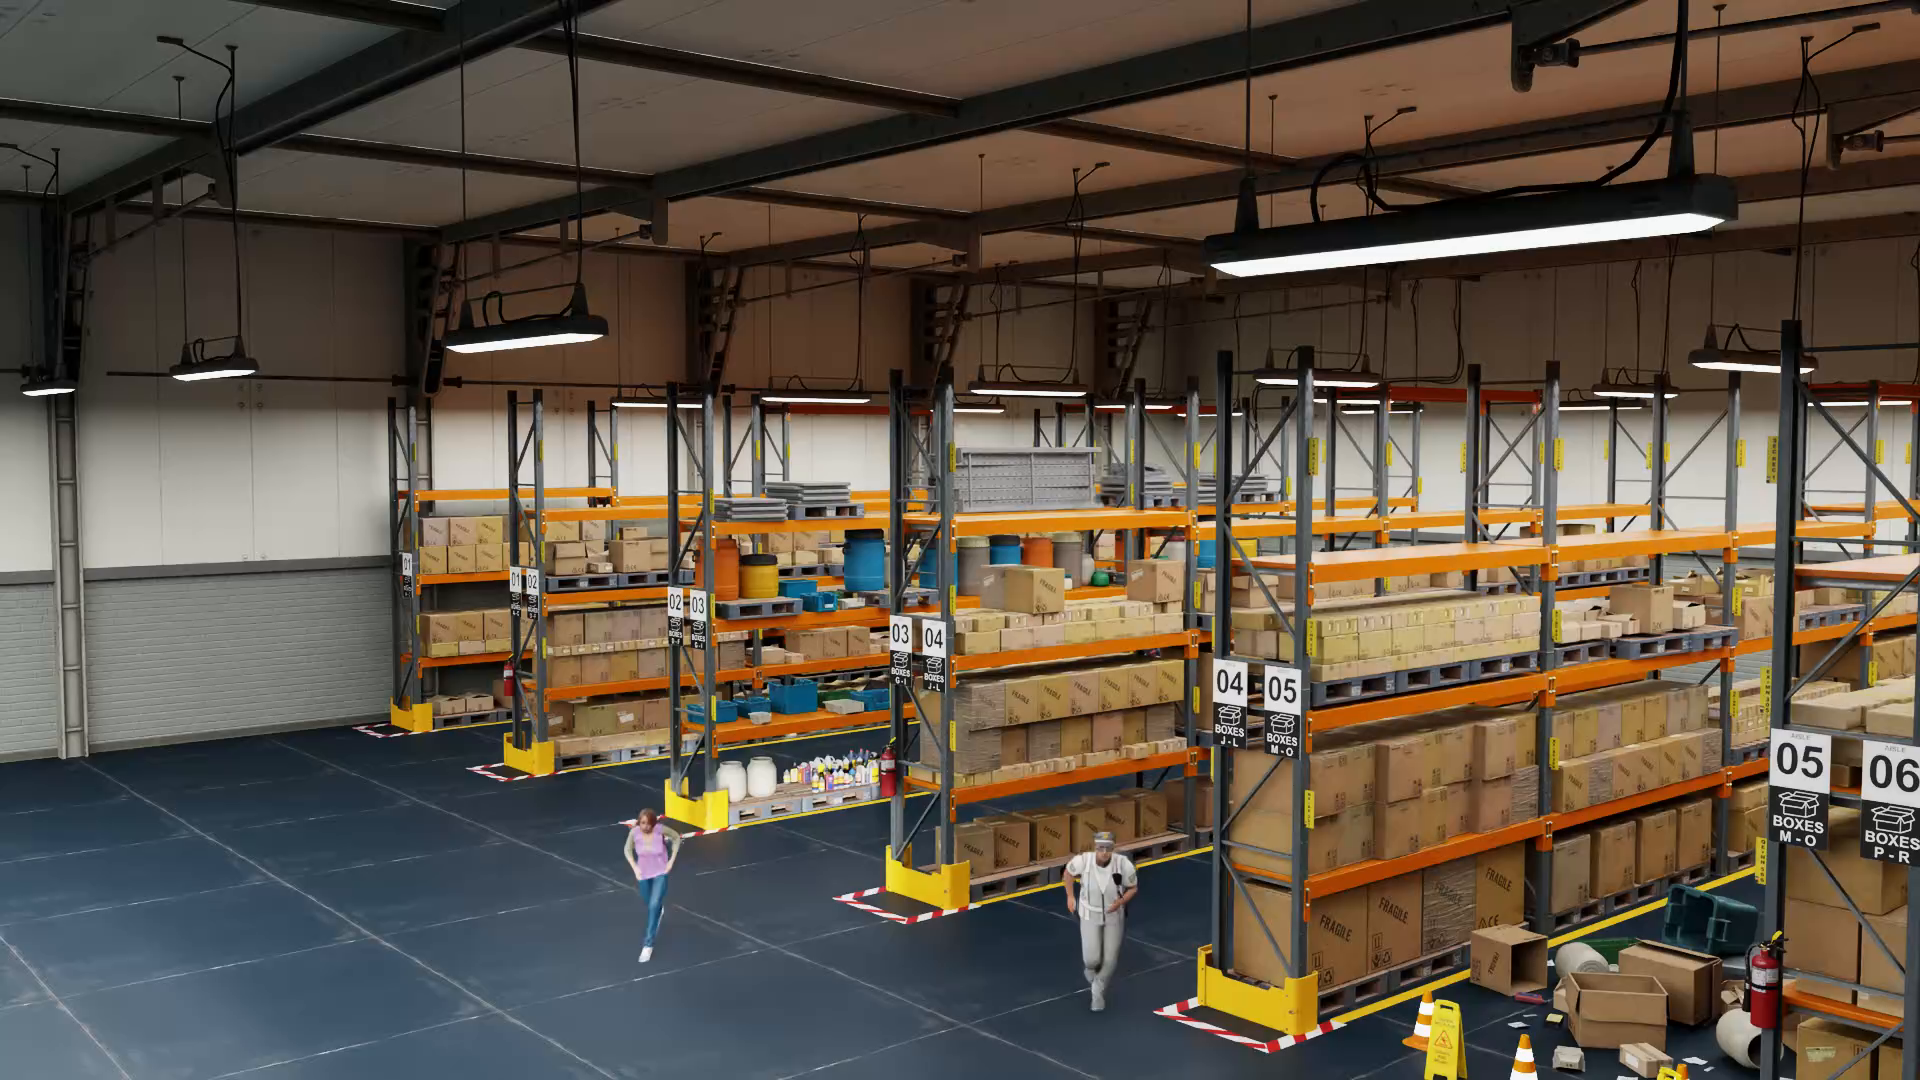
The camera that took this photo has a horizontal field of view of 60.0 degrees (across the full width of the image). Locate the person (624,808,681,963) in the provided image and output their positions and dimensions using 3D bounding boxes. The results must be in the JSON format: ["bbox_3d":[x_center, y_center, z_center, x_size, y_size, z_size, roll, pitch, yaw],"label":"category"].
[{"bbox_3d":[-3.123,3.450,16.955,0.569,1.506,0.912,0,3,-5],"label":"person"}]

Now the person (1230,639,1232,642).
[{"bbox_3d":[5.000,2.393,32.394,0.713,1.776,0.954,3,4,38],"label":"person"}]

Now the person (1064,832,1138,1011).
[{"bbox_3d":[1.286,3.445,15.151,0.653,1.701,0.749,0,3,-1],"label":"person"}]
